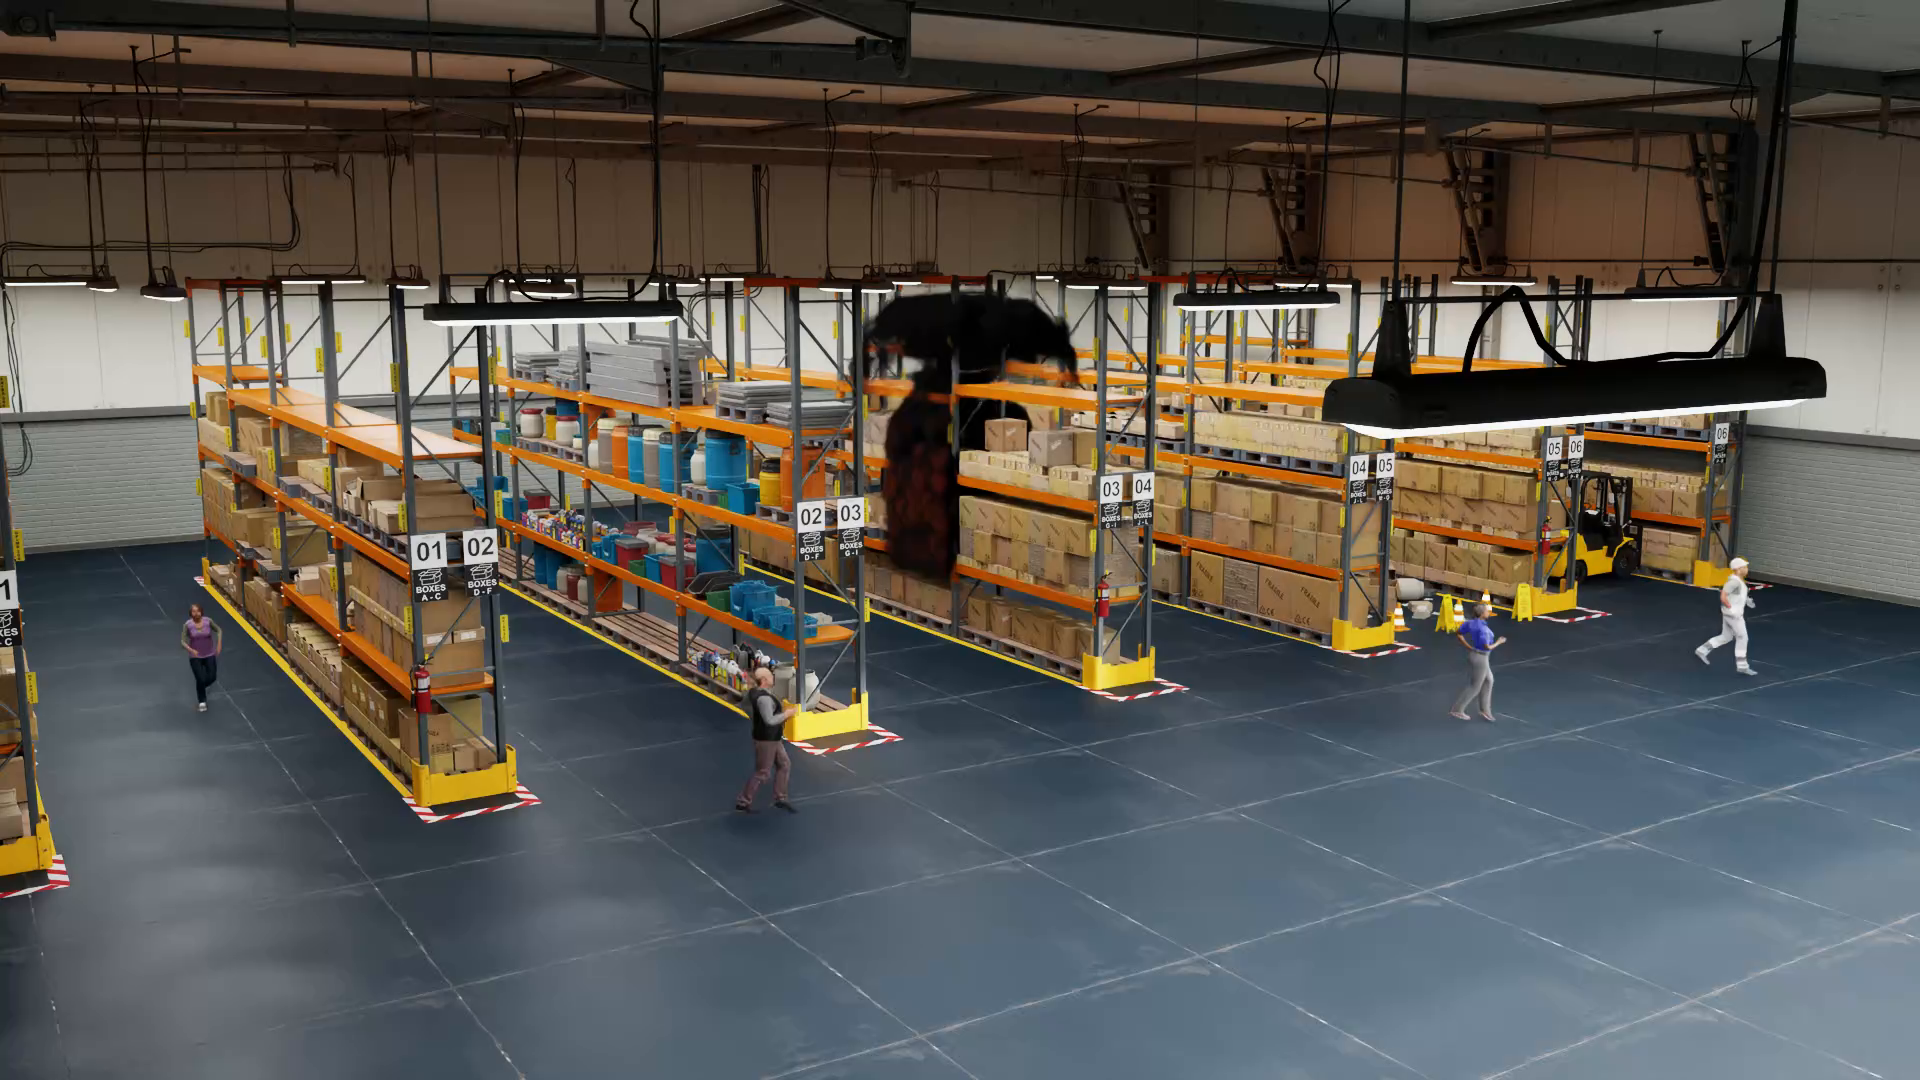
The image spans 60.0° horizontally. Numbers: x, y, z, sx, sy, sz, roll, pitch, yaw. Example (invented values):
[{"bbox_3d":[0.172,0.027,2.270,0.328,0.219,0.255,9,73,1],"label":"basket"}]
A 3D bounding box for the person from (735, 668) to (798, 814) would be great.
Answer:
[{"bbox_3d":[-2.214,2.321,19.005,0.740,1.766,0.641,-2,10,-9],"label":"person"}]

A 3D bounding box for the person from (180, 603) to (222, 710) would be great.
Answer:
[{"bbox_3d":[-10.711,1.661,23.531,0.560,1.549,0.598,-5,11,-30],"label":"person"}]

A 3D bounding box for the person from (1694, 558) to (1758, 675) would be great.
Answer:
[{"bbox_3d":[11.874,1.152,25.659,0.914,1.795,0.659,4,10,22],"label":"person"}]

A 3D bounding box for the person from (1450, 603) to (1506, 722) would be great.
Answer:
[{"bbox_3d":[7.120,1.708,22.873,0.728,1.713,0.559,0,10,-1],"label":"person"}]

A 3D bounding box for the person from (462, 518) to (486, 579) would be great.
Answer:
[{"bbox_3d":[-8.737,0.288,29.651,0.704,1.679,0.653,-7,12,-36],"label":"person"}]
